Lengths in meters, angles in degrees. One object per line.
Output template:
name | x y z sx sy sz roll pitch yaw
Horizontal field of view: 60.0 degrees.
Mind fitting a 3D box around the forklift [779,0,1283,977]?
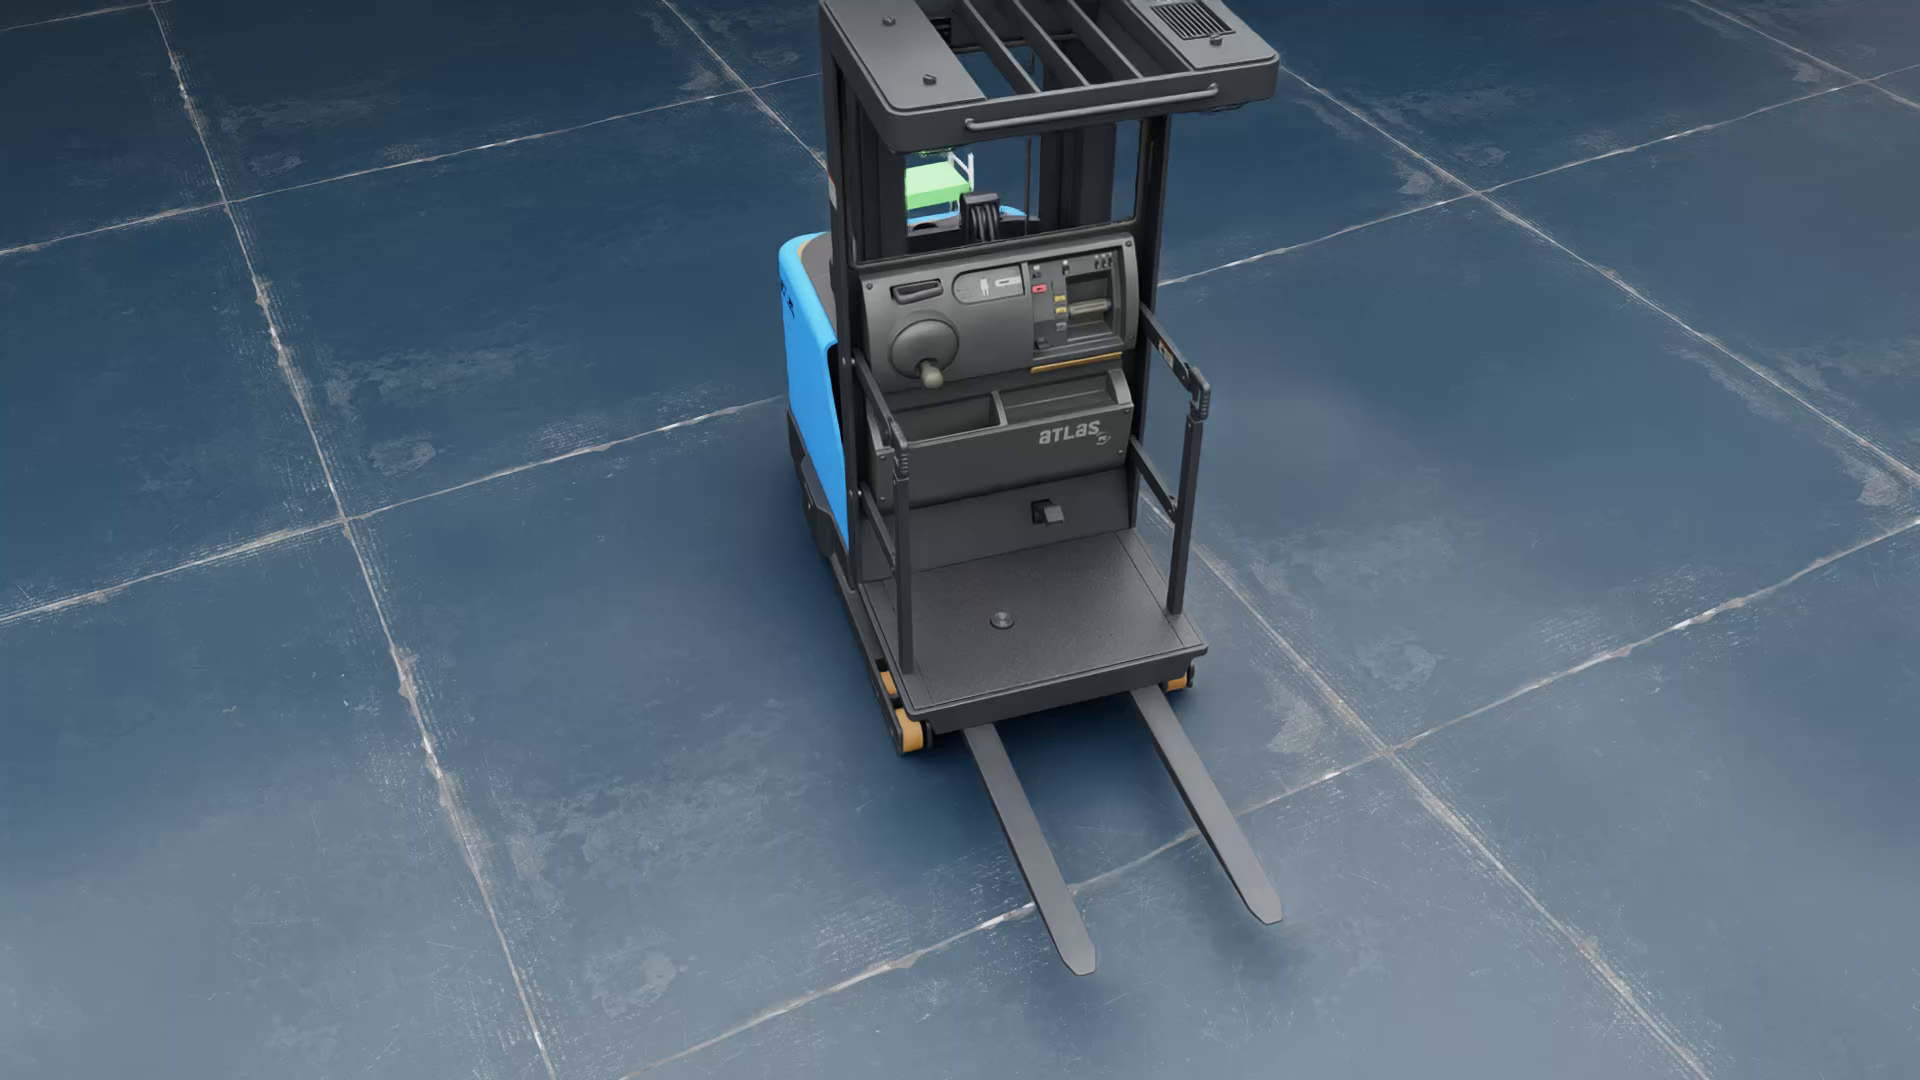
forklift | 0.207 -0.663 5.265 1.130 2.935 3.031 -12 42 -13

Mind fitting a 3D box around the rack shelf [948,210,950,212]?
rack shelf | -0.218 -1.223 6.982 0.480 0.148 0.258 -15 39 -17

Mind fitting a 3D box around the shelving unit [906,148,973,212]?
shelving unit | -0.214 -1.082 7.088 0.503 1.200 0.258 -15 39 -17

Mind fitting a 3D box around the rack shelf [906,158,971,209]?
rack shelf | -0.223 -1.415 6.838 0.480 0.148 0.258 -15 39 -17

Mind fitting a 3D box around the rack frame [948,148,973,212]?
rack frame | 0.013 -1.141 7.157 0.015 1.200 0.240 -15 39 -17
